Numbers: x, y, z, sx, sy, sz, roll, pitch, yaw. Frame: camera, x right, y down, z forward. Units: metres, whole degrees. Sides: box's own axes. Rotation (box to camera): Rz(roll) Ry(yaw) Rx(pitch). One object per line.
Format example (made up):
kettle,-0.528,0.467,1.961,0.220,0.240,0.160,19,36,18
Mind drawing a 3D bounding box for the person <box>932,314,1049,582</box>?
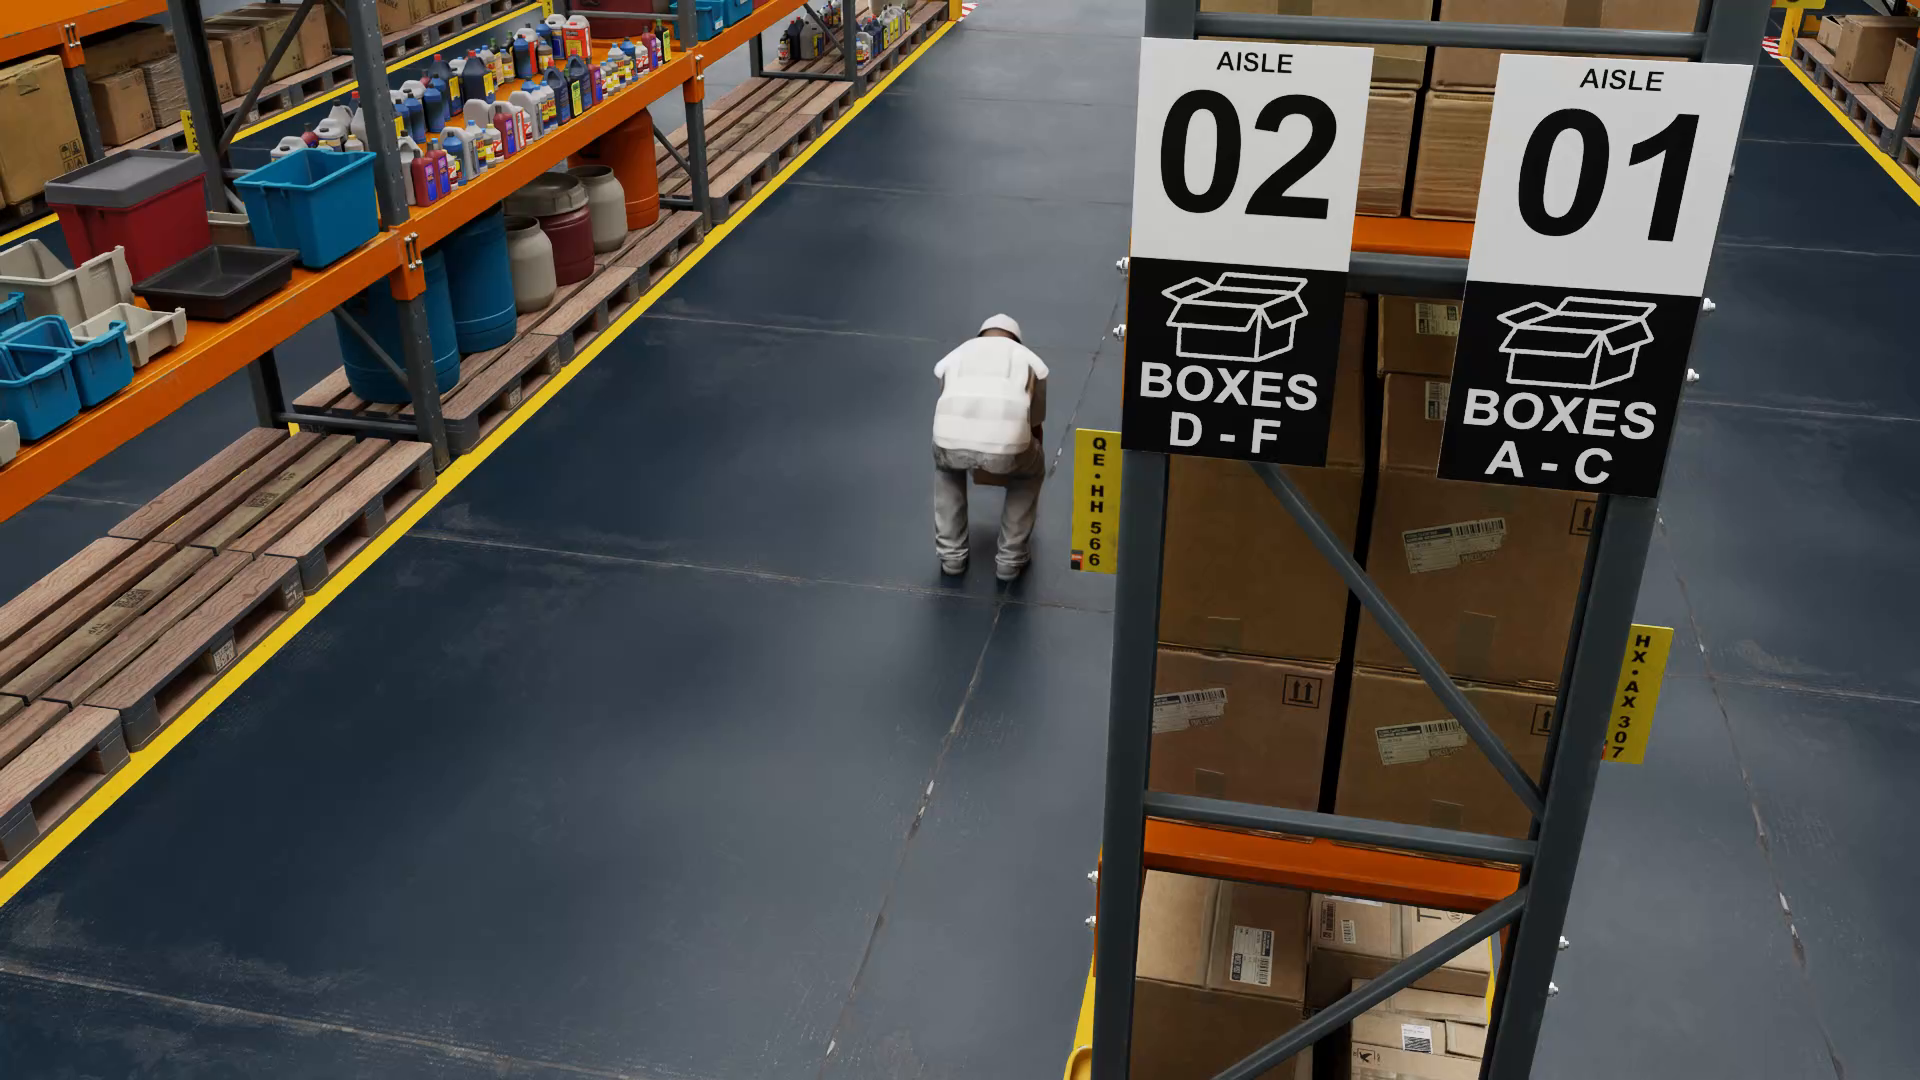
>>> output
person,0.132,-0.418,7.663,0.541,1.027,0.979,5,29,8
